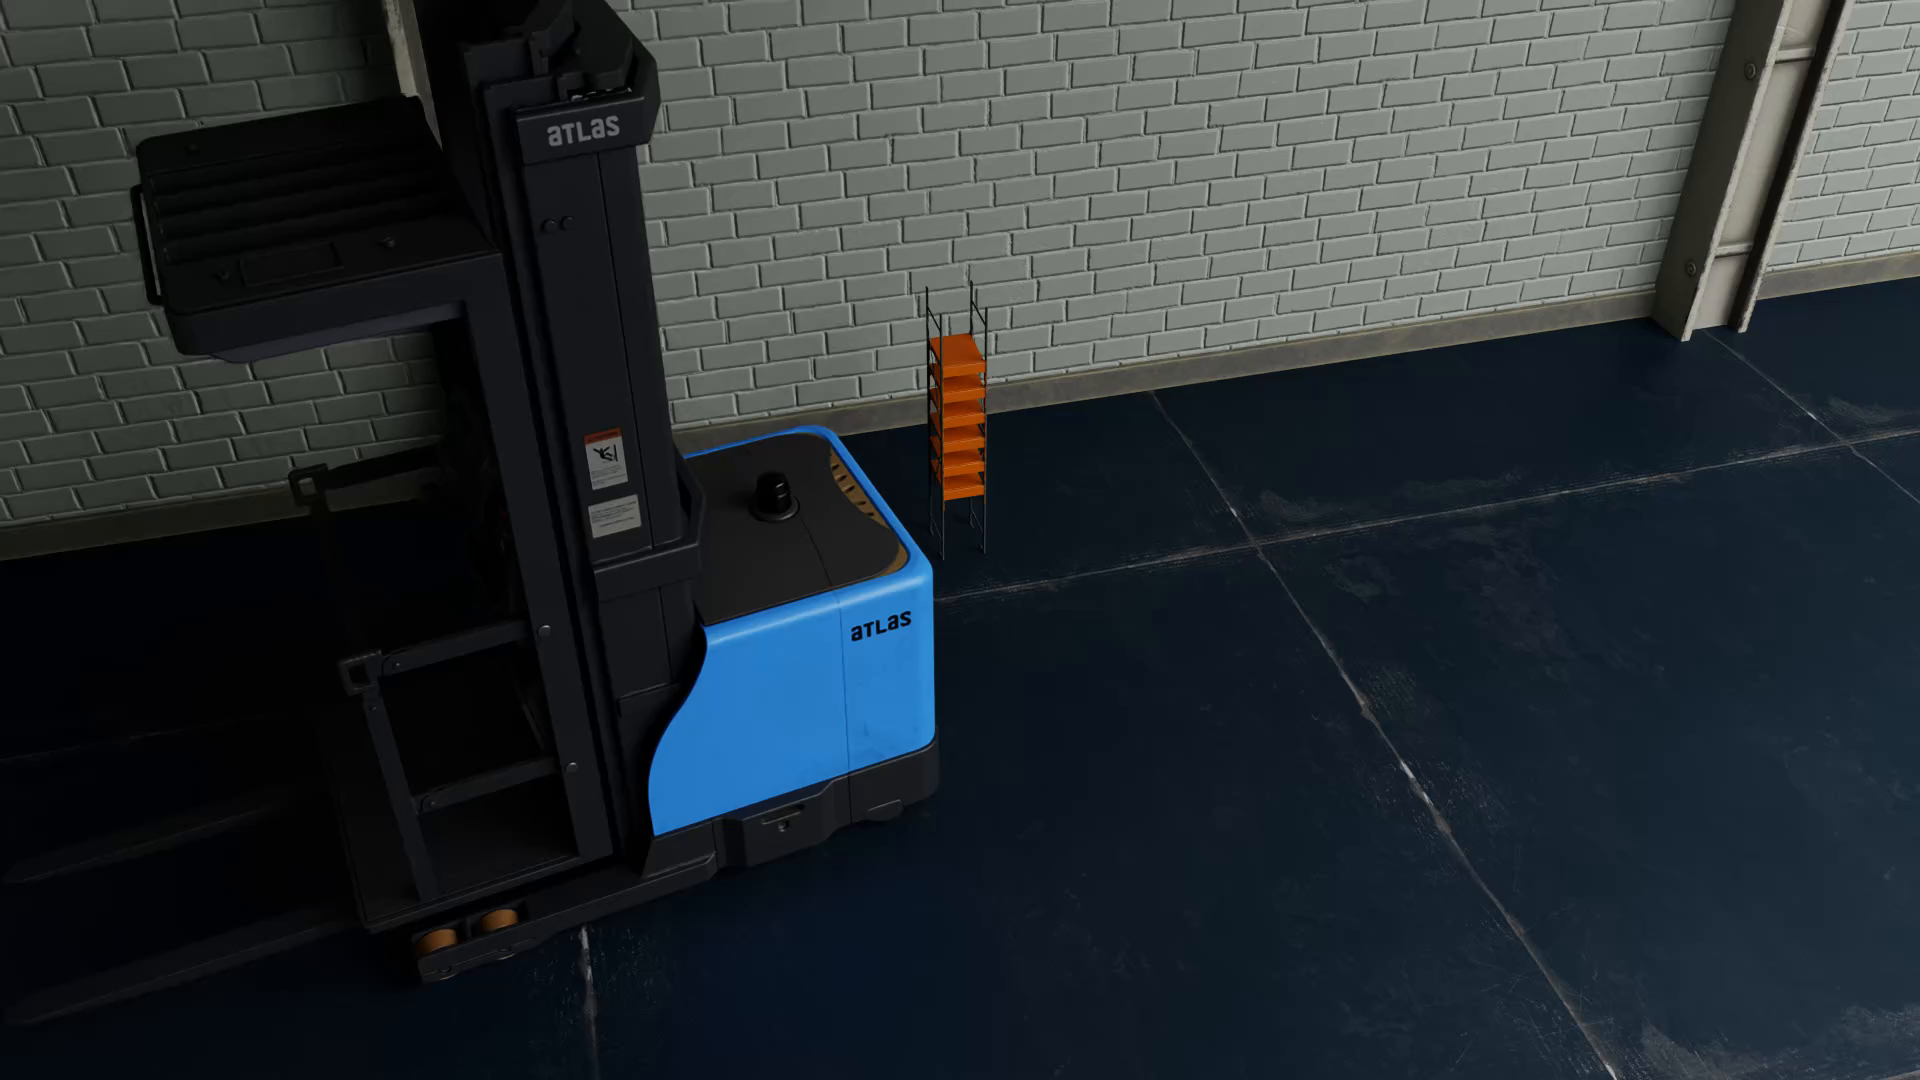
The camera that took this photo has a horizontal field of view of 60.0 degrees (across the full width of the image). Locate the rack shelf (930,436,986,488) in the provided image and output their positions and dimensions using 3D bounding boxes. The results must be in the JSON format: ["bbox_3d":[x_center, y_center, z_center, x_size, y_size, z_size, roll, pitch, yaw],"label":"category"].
[{"bbox_3d":[-0.014,-0.344,6.982,0.180,0.103,0.258,-9,38,-12],"label":"rack shelf"}]

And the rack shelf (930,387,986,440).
[{"bbox_3d":[-0.014,-0.534,6.837,0.180,0.103,0.258,-9,38,-12],"label":"rack shelf"}]

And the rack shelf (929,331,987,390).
[{"bbox_3d":[-0.014,-0.725,6.691,0.180,0.103,0.258,-9,38,-12],"label":"rack shelf"}]

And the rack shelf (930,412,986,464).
[{"bbox_3d":[-0.014,-0.439,6.909,0.180,0.103,0.258,-9,38,-12],"label":"rack shelf"}]

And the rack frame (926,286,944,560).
[{"bbox_3d":[-0.102,-0.460,6.864,0.006,1.200,0.240,-9,38,-12],"label":"rack frame"}]

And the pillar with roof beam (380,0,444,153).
[{"bbox_3d":[-0.796,-1.246,1.473,0.400,9.000,9.100,-9,38,-12],"label":"pillar with roof beam"}]

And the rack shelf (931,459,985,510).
[{"bbox_3d":[-0.014,-0.248,7.055,0.180,0.103,0.258,-9,38,-12],"label":"rack shelf"}]

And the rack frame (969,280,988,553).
[{"bbox_3d":[0.074,-0.489,6.901,0.006,1.200,0.240,-9,38,-12],"label":"rack frame"}]

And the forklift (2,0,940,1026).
[{"bbox_3d":[-1.633,-0.107,4.977,3.031,2.935,1.130,-16,40,-20],"label":"forklift"}]

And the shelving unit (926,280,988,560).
[{"bbox_3d":[-0.014,-0.474,6.882,0.189,1.200,0.258,-9,38,-12],"label":"shelving unit"}]

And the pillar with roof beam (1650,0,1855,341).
[{"bbox_3d":[4.997,-2.197,2.715,0.400,9.000,9.100,-9,38,-12],"label":"pillar with roof beam"}]

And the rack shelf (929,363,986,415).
[{"bbox_3d":[-0.014,-0.630,6.764,0.180,0.103,0.258,-9,38,-12],"label":"rack shelf"}]
